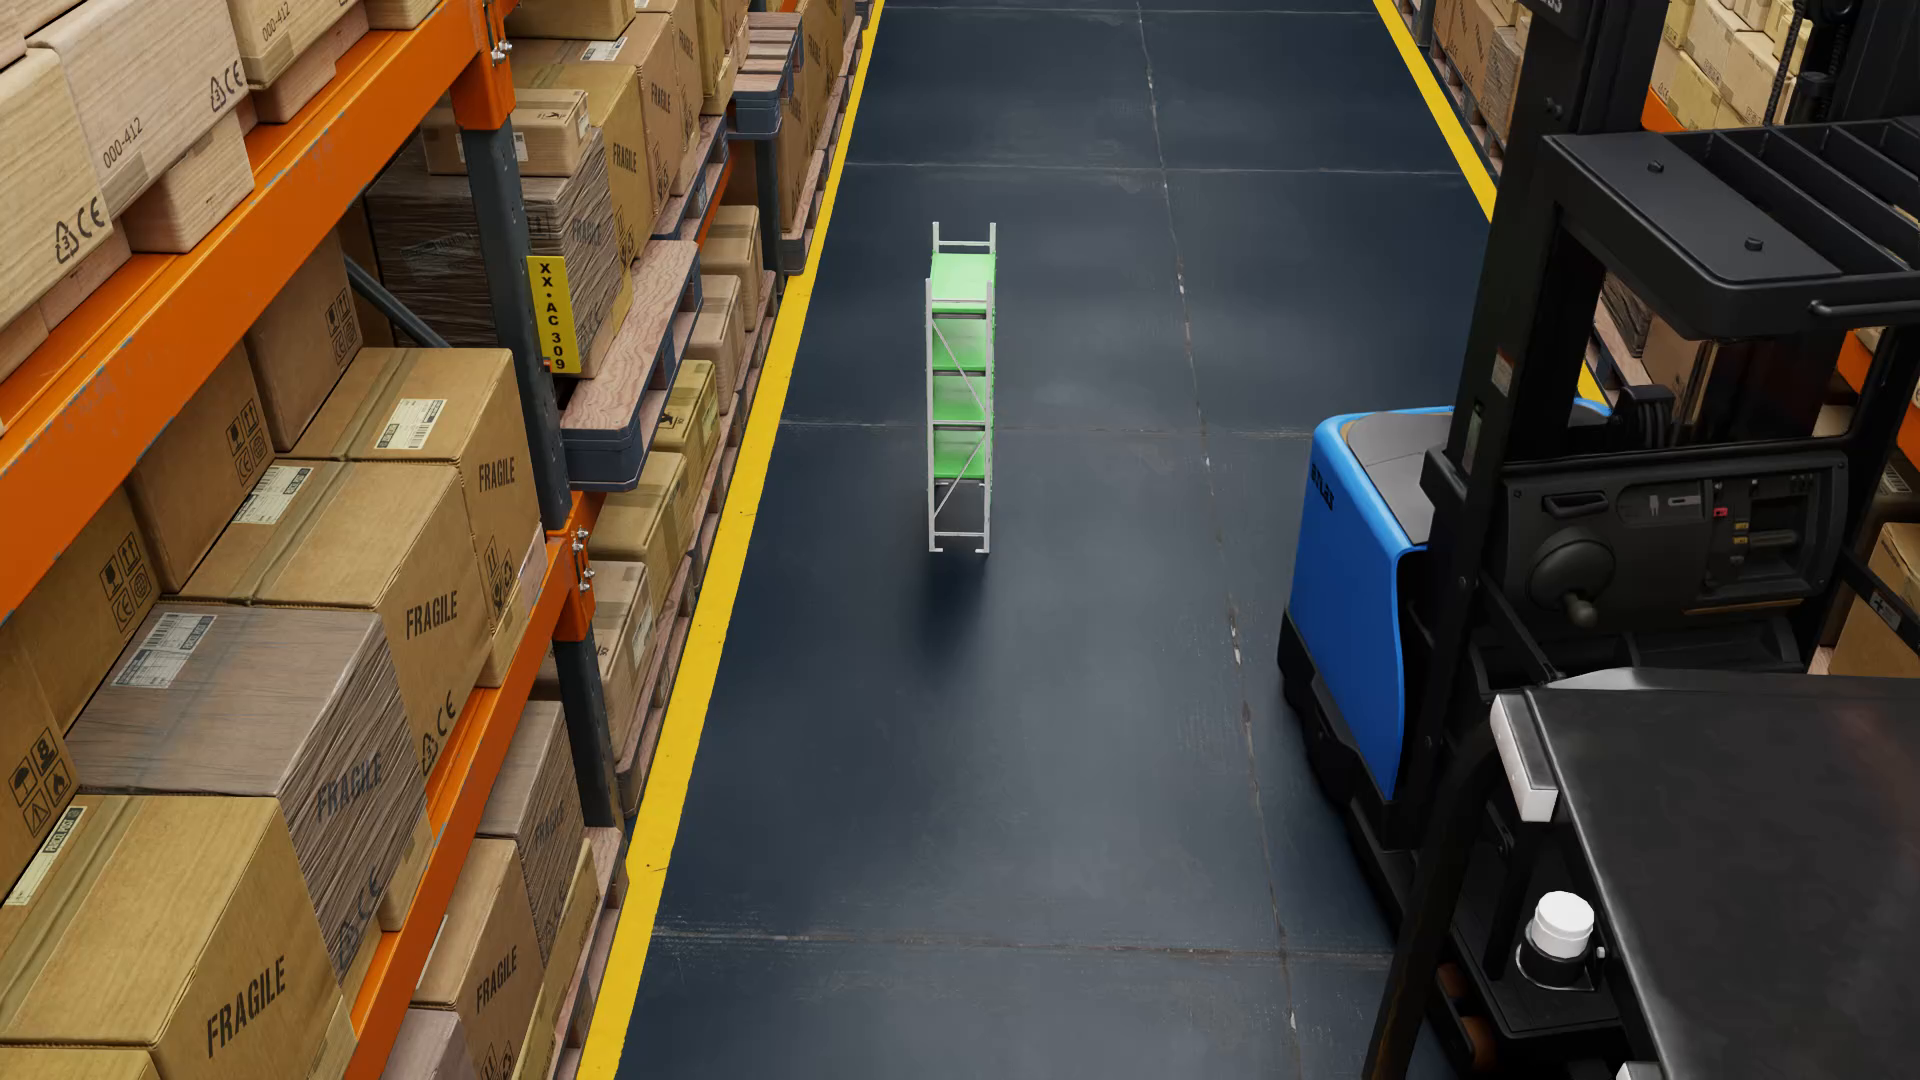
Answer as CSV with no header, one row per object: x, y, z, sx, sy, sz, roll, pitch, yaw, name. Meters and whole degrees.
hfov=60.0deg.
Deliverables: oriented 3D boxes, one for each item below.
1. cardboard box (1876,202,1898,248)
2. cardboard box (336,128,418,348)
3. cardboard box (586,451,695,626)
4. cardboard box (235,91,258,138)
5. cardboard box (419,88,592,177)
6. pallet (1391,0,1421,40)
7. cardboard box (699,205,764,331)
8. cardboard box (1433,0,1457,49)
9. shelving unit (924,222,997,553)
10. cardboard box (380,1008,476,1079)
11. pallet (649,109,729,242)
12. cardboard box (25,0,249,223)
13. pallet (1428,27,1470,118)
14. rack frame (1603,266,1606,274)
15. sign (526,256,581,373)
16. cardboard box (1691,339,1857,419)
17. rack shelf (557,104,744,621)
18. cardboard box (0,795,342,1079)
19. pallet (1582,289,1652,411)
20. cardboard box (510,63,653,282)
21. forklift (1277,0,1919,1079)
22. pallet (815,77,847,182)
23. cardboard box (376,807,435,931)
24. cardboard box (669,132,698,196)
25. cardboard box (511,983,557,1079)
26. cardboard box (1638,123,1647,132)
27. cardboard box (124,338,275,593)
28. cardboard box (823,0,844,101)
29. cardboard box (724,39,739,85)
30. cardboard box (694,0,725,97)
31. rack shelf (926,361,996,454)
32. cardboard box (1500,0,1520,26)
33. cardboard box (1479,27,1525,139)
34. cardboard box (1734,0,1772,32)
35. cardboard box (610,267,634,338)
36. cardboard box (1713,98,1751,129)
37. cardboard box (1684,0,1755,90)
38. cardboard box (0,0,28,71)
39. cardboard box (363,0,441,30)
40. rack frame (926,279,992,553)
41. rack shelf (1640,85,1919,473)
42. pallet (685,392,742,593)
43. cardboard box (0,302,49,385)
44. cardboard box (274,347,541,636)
3.195,-1.127,5.441,0.500,0.250,0.500,2,35,3,cardboard box
-1.780,-0.824,4.603,0.500,0.500,0.500,1,35,1,cardboard box
-1.525,-0.030,6.105,0.950,0.372,0.625,3,35,5,cardboard box
-1.418,-0.720,2.776,0.380,0.149,0.250,0,35,0,cardboard box
-1.197,-1.081,4.404,0.380,0.149,0.250,1,35,2,cardboard box
3.741,-3.956,12.196,1.003,0.211,1.213,1,35,2,pallet
-1.441,-1.290,7.896,0.950,0.372,0.625,-1,35,-1,cardboard box
3.468,-3.579,11.043,0.500,0.500,0.500,3,35,4,cardboard box
0.007,-0.586,6.540,0.258,1.200,0.503,1,35,2,shelving unit
-1.362,1.359,3.582,0.500,0.500,0.500,3,35,4,cardboard box
-1.447,-1.301,6.159,1.003,0.211,1.213,1,35,2,pallet
-1.372,-0.664,2.349,0.500,0.250,0.500,1,35,1,cardboard box
3.717,-3.094,10.969,1.003,0.211,1.213,1,35,2,pallet
3.552,-2.405,7.563,1.000,3.000,0.127,1,35,2,rack frame
-1.026,-0.565,4.193,0.100,0.325,0.005,1,35,2,sign
3.468,-0.485,6.531,0.875,0.625,0.625,0,35,0,cardboard box
-1.488,-1.074,6.295,1.077,0.370,4.000,1,35,2,rack shelf
-1.384,0.768,2.703,0.500,0.500,0.500,1,35,1,cardboard box
3.480,-0.792,7.693,1.003,0.211,1.213,1,35,2,pallet
-1.244,-1.104,5.001,0.500,0.500,0.500,1,35,2,cardboard box
1.876,0.065,4.108,1.130,2.935,3.031,-5,35,-7,forklift
-1.249,-2.527,10.162,1.003,0.211,1.213,1,35,2,pallet
-1.315,0.659,3.422,0.380,0.149,0.250,1,35,1,cardboard box
-1.151,-1.347,5.911,0.380,0.149,0.250,3,35,4,cardboard box
-1.335,1.386,4.195,0.500,0.250,0.500,0,35,1,cardboard box
3.318,-2.109,8.387,0.380,0.149,0.250,0,35,0,cardboard box
-1.845,-0.250,3.282,0.700,0.500,0.500,2,35,2,cardboard box
-1.221,-3.241,10.235,0.875,0.875,0.875,2,35,3,cardboard box
-1.108,-1.947,6.764,0.380,0.149,0.250,0,35,0,cardboard box
-1.177,-1.997,6.272,0.500,0.500,0.500,-1,35,-1,cardboard box
0.007,-0.534,6.577,0.258,0.148,0.480,1,35,2,rack shelf
3.442,-3.166,9.890,0.380,0.149,0.250,3,35,4,cardboard box
3.405,-2.689,9.776,0.500,0.500,0.500,0,35,0,cardboard box
3.253,-2.083,6.454,0.380,0.149,0.250,2,35,2,cardboard box
-1.212,-0.742,5.050,0.380,0.149,0.250,2,35,3,cardboard box
3.251,-1.509,6.419,0.500,0.250,0.500,0,35,0,cardboard box
3.269,-2.011,6.698,0.500,0.250,0.500,2,35,3,cardboard box
-1.330,-0.590,1.897,0.380,0.149,0.250,2,35,3,cardboard box
-1.276,-1.155,3.395,0.380,0.149,0.250,1,35,2,cardboard box
-0.003,-0.446,6.341,0.240,1.200,0.015,1,35,2,rack frame
3.471,-0.961,6.135,1.077,0.370,4.000,1,35,2,rack shelf
-1.493,-0.228,6.891,1.003,0.211,1.213,1,35,2,pallet
-1.434,-0.269,2.134,0.380,0.149,0.250,1,35,1,cardboard box
-1.338,-0.121,3.967,0.500,0.500,0.500,0,35,1,cardboard box
